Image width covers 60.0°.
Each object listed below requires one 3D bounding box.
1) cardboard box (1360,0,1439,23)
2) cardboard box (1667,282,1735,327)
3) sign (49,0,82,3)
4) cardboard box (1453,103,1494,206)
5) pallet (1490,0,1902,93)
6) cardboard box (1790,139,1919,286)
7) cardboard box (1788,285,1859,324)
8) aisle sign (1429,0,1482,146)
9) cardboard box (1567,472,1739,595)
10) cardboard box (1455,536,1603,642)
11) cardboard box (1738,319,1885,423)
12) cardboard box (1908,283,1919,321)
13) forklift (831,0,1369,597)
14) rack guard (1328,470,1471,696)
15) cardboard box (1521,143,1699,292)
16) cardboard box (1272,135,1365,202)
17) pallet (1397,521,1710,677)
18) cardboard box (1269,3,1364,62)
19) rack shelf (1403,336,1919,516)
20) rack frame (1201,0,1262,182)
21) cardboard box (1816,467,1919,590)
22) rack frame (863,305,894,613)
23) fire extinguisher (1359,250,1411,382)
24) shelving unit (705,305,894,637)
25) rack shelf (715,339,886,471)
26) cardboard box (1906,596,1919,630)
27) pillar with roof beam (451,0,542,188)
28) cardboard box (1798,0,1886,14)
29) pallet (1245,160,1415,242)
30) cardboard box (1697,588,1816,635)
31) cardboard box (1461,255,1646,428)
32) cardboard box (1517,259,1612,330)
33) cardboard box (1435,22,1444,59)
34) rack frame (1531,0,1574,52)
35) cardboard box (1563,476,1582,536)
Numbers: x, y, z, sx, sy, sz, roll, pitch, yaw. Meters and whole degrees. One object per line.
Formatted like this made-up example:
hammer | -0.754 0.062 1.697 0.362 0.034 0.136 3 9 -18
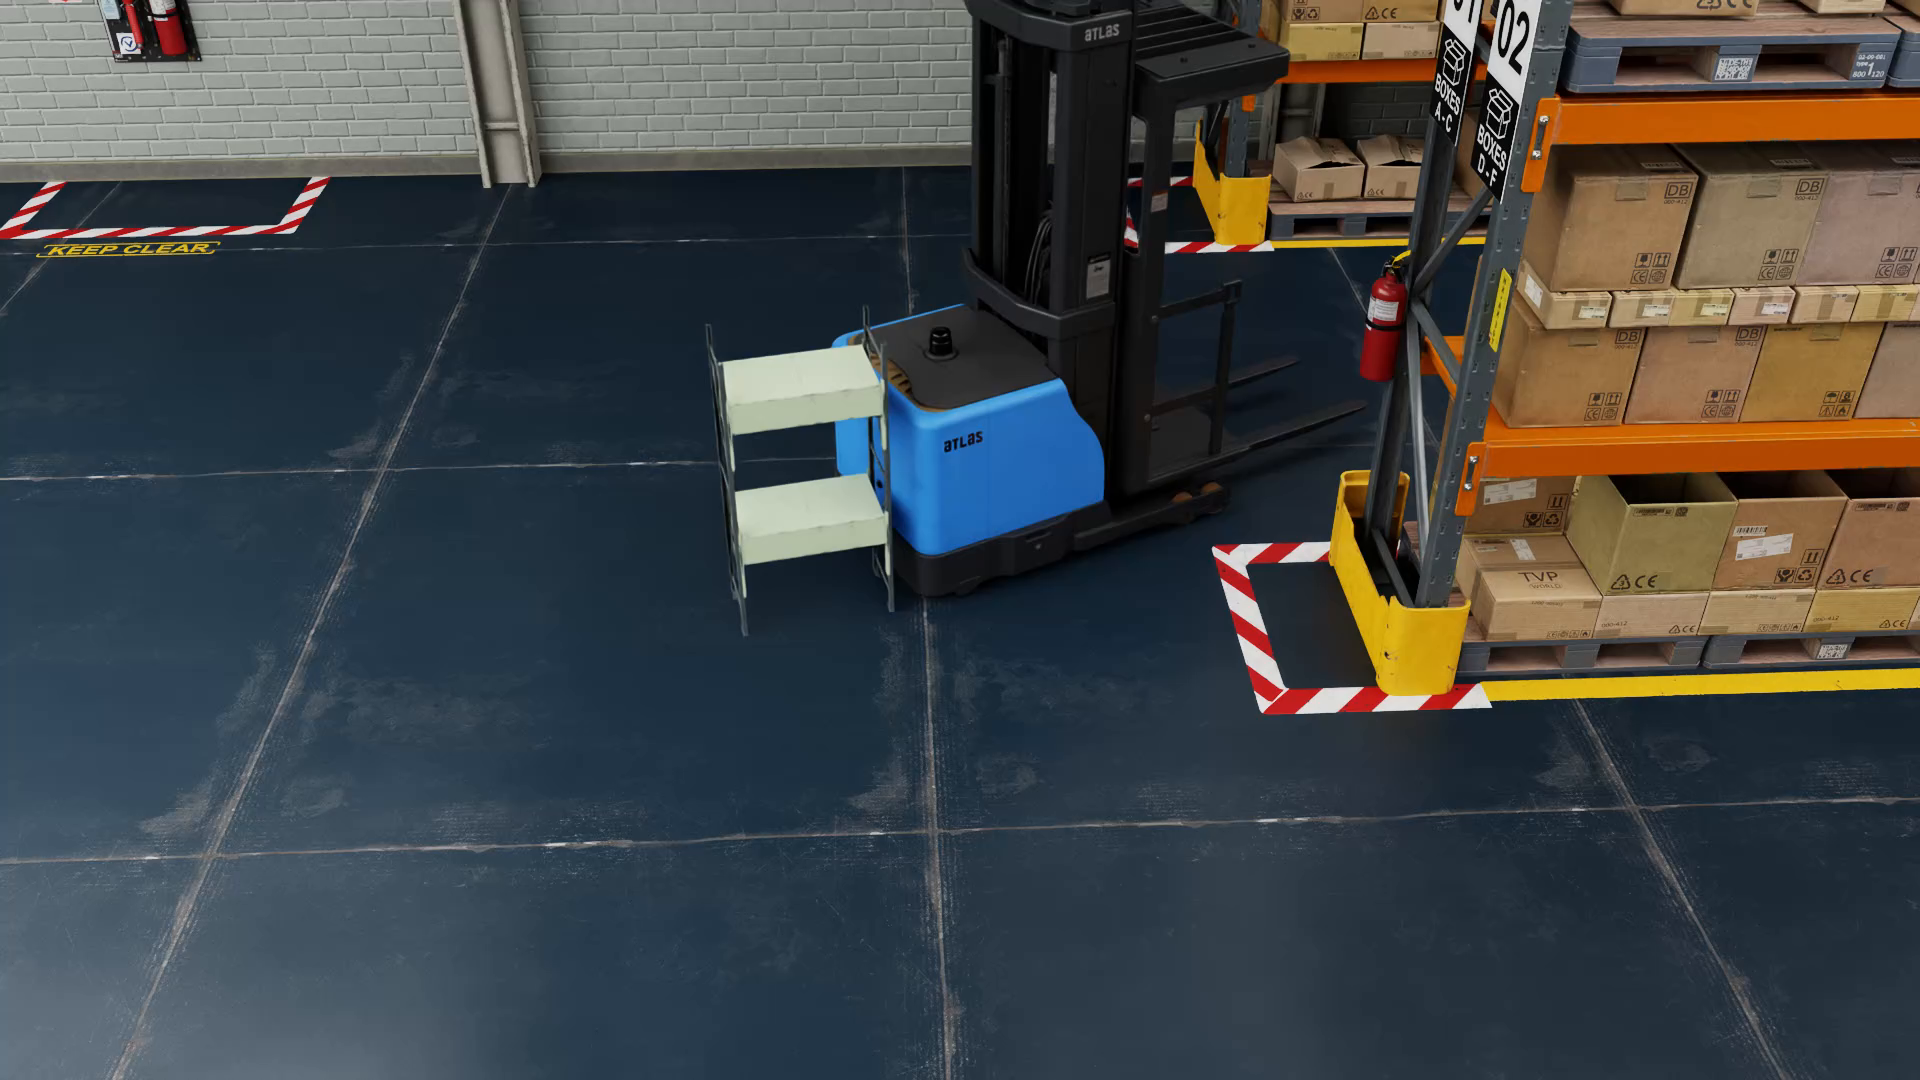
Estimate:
cardboard box | 2.882 -3.764 11.044 0.500 0.500 0.500 -1 35 -2
cardboard box | 3.050 -1.054 7.015 0.250 0.149 0.380 -1 35 -2
sign | -6.465 -4.022 11.930 0.234 0.329 0.001 -2 35 -2
cardboard box | 3.897 -2.786 11.986 0.500 0.500 0.700 -4 35 -5
pallet | 2.843 -2.045 6.547 1.213 0.211 1.003 -2 35 -2
cardboard box | 3.684 -1.456 7.026 0.500 0.500 0.700 -1 35 -2
cardboard box | 3.569 -1.068 7.036 0.250 0.149 0.380 -3 35 -4
aisle sign | 2.056 -2.078 6.868 0.004 0.787 0.394 -2 35 -2
cardboard box | 3.181 -0.096 7.678 0.500 0.500 0.500 -2 35 -2
cardboard box | 2.682 0.227 7.870 0.500 0.250 0.500 -2 35 -2
cardboard box | 3.623 -0.917 7.387 0.500 0.500 0.700 -1 35 -2
cardboard box | 4.073 -1.080 7.054 0.250 0.149 0.380 -1 35 -2
forklift | 0.870 -1.533 8.426 3.031 2.935 1.130 -18 39 -24
rack guard | 2.111 0.185 8.079 0.348 0.500 1.175 -2 35 -2
cardboard box | 2.655 -1.425 6.981 0.500 0.500 0.700 -1 35 -2
cardboard box | 2.593 -2.702 12.031 0.500 0.311 0.500 -5 35 -8
pallet | 2.897 0.259 8.227 1.213 0.211 1.003 -2 35 -2
cardboard box | 2.400 -3.438 11.233 0.500 0.250 0.500 -3 35 -4
rack shelf | 4.133 -0.601 7.652 4.000 0.370 1.077 -2 35 -2
rack frame | 1.897 -3.659 11.438 0.127 3.000 1.000 -2 35 -2
cardboard box | 4.180 -0.121 7.713 0.500 0.500 0.500 -2 35 -2
rack frame | -0.389 -0.363 7.993 0.023 1.500 0.400 -9 36 -12
fire extinguisher | 1.995 -1.072 7.768 0.183 0.674 0.296 -2 35 -2
shelving unit | -0.742 -0.309 7.915 0.755 1.500 0.431 -9 36 -12
rack shelf | -0.742 -0.630 7.693 0.720 0.370 0.431 -9 36 -12
cardboard box | 4.679 0.173 7.947 0.500 0.250 0.500 -2 35 -2
pillar with roof beam | -3.234 -4.028 6.699 0.400 9.000 9.100 -2 35 -2
cardboard box | 3.319 -2.135 6.329 0.250 0.149 0.380 -2 35 -2
pallet | 2.786 -2.516 12.237 1.213 0.211 1.003 -2 35 -2
cardboard box | 3.680 0.198 7.912 0.500 0.250 0.500 -2 35 -2
cardboard box | 2.602 -0.890 7.348 0.500 0.500 0.700 -2 35 -2
cardboard box | 2.538 -1.039 6.994 0.250 0.149 0.380 -2 35 -3
cardboard box | 3.427 -3.471 11.280 0.500 0.250 0.500 -2 35 -3
rack frame | 2.135 -3.310 5.662 0.127 3.000 1.000 -2 35 -2
cardboard box | 3.156 -0.088 8.325 0.500 0.250 0.500 -2 35 -2
